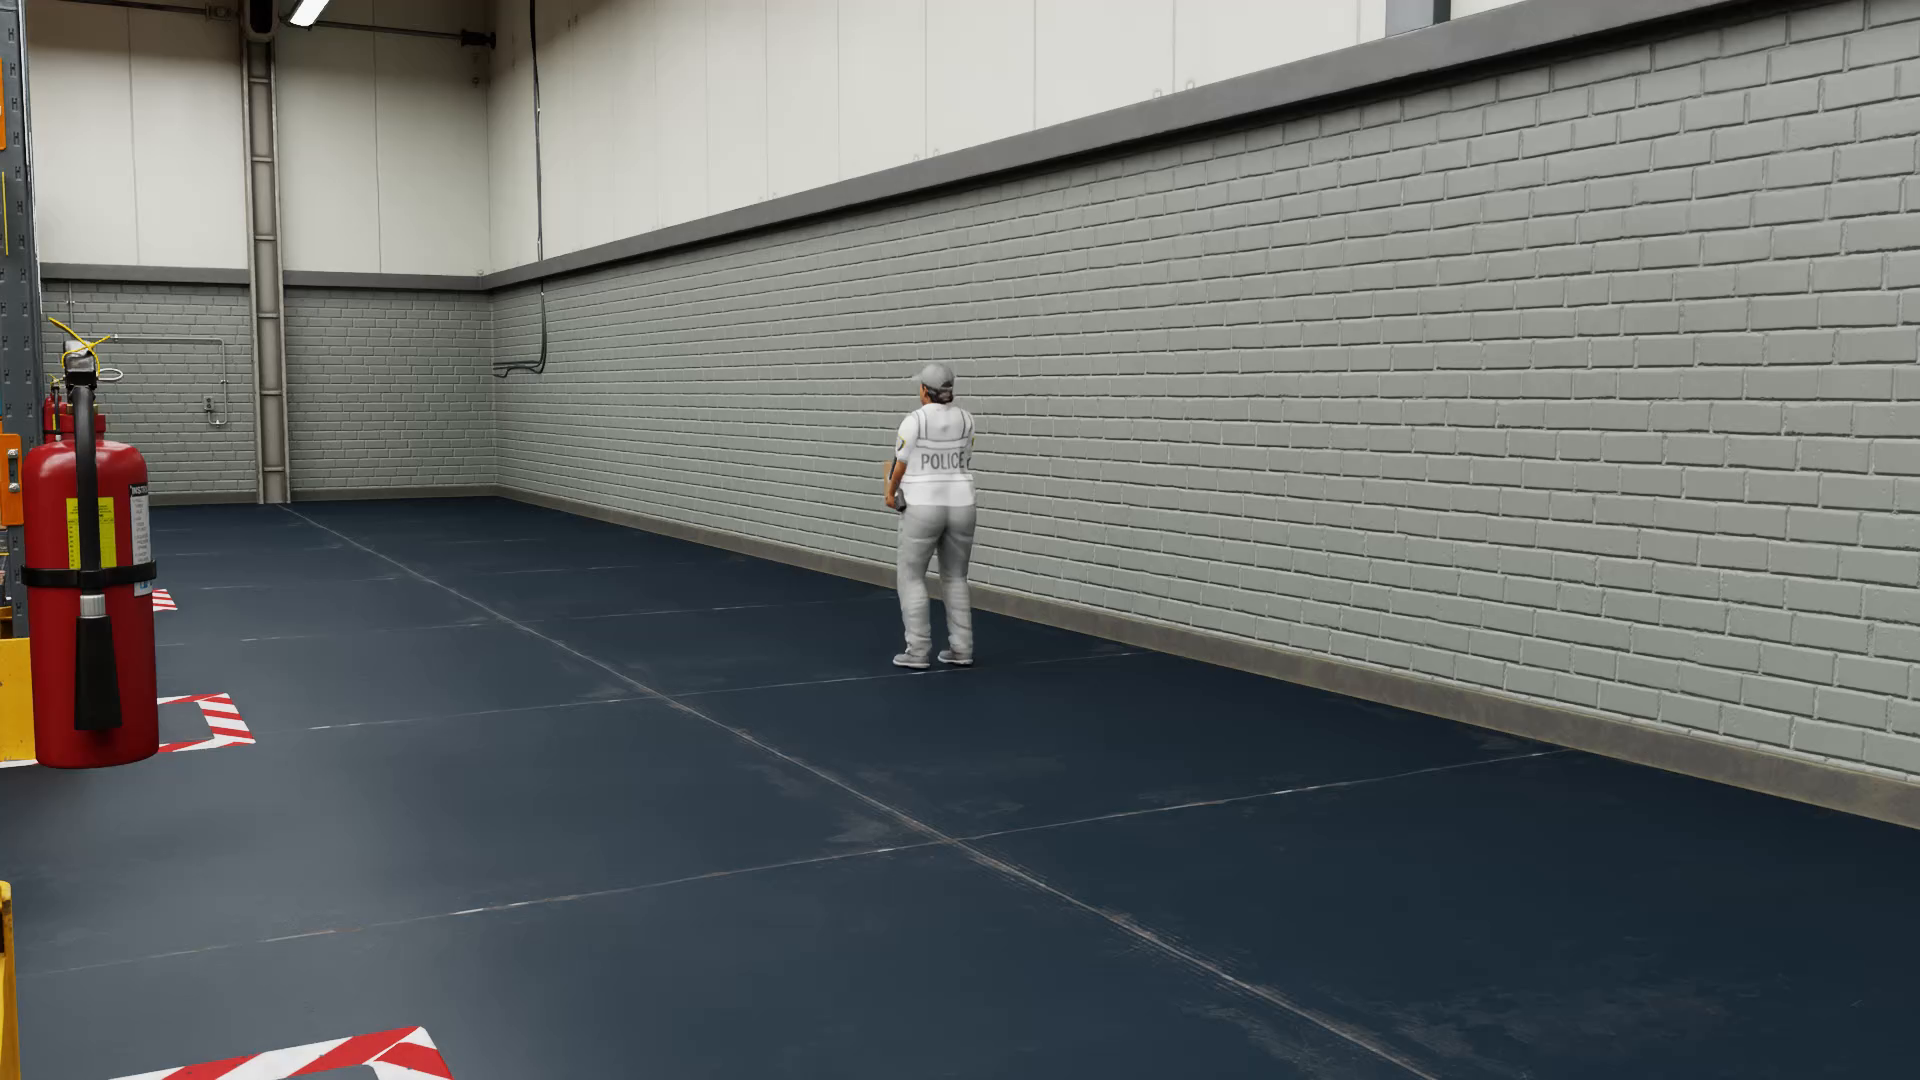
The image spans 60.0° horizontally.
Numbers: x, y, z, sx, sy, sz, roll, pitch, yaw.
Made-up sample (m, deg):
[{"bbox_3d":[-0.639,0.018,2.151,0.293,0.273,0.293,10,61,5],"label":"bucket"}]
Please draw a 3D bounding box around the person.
[{"bbox_3d":[-0.177,-0.140,9.099,0.453,1.653,0.521,-3,6,-29],"label":"person"}]
